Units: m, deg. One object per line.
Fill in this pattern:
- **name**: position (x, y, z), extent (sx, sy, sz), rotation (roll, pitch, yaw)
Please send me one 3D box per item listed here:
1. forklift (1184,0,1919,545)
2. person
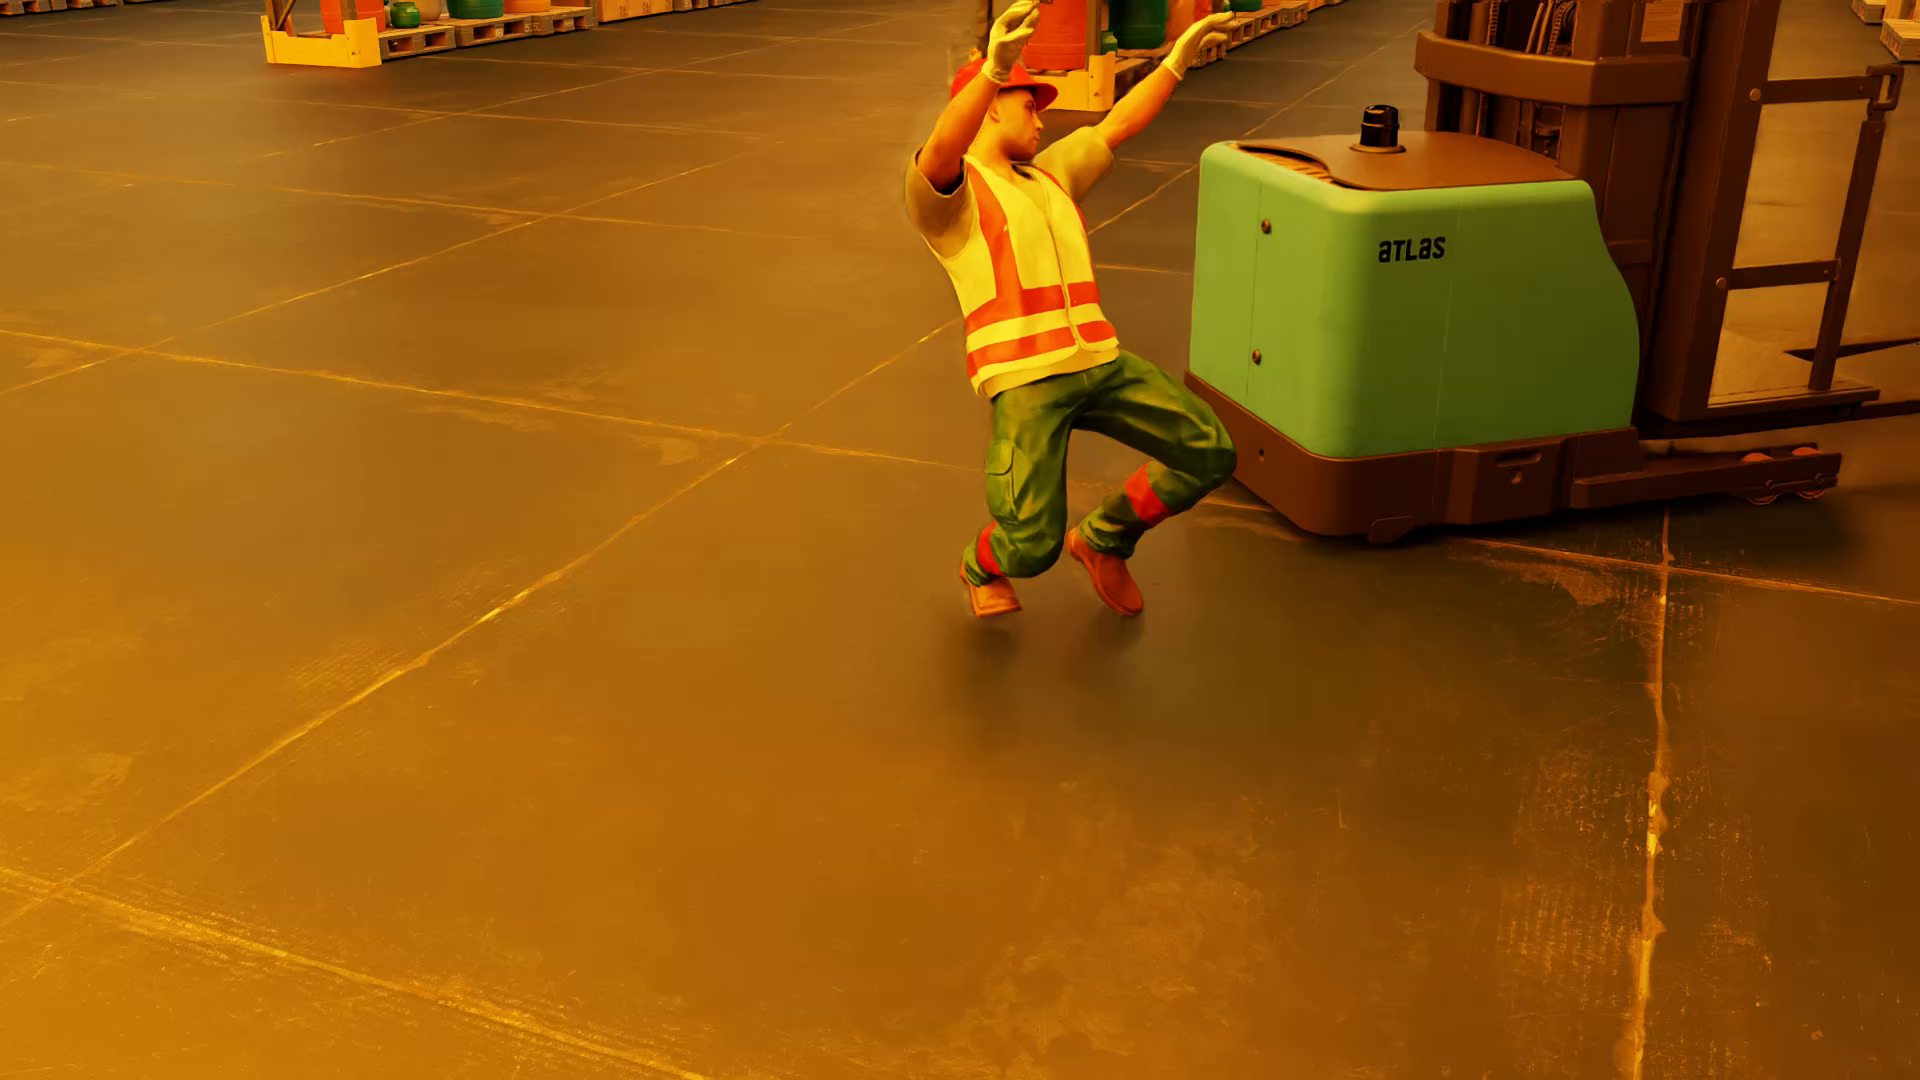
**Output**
- **forklift**: position (2.343, -1.652, 5.244), extent (3.031, 2.935, 1.130), rotation (-7, 24, -16)
- **person**: position (0.336, -0.580, 4.327), extent (1.050, 1.676, 0.803), rotation (-16, 28, -34)
